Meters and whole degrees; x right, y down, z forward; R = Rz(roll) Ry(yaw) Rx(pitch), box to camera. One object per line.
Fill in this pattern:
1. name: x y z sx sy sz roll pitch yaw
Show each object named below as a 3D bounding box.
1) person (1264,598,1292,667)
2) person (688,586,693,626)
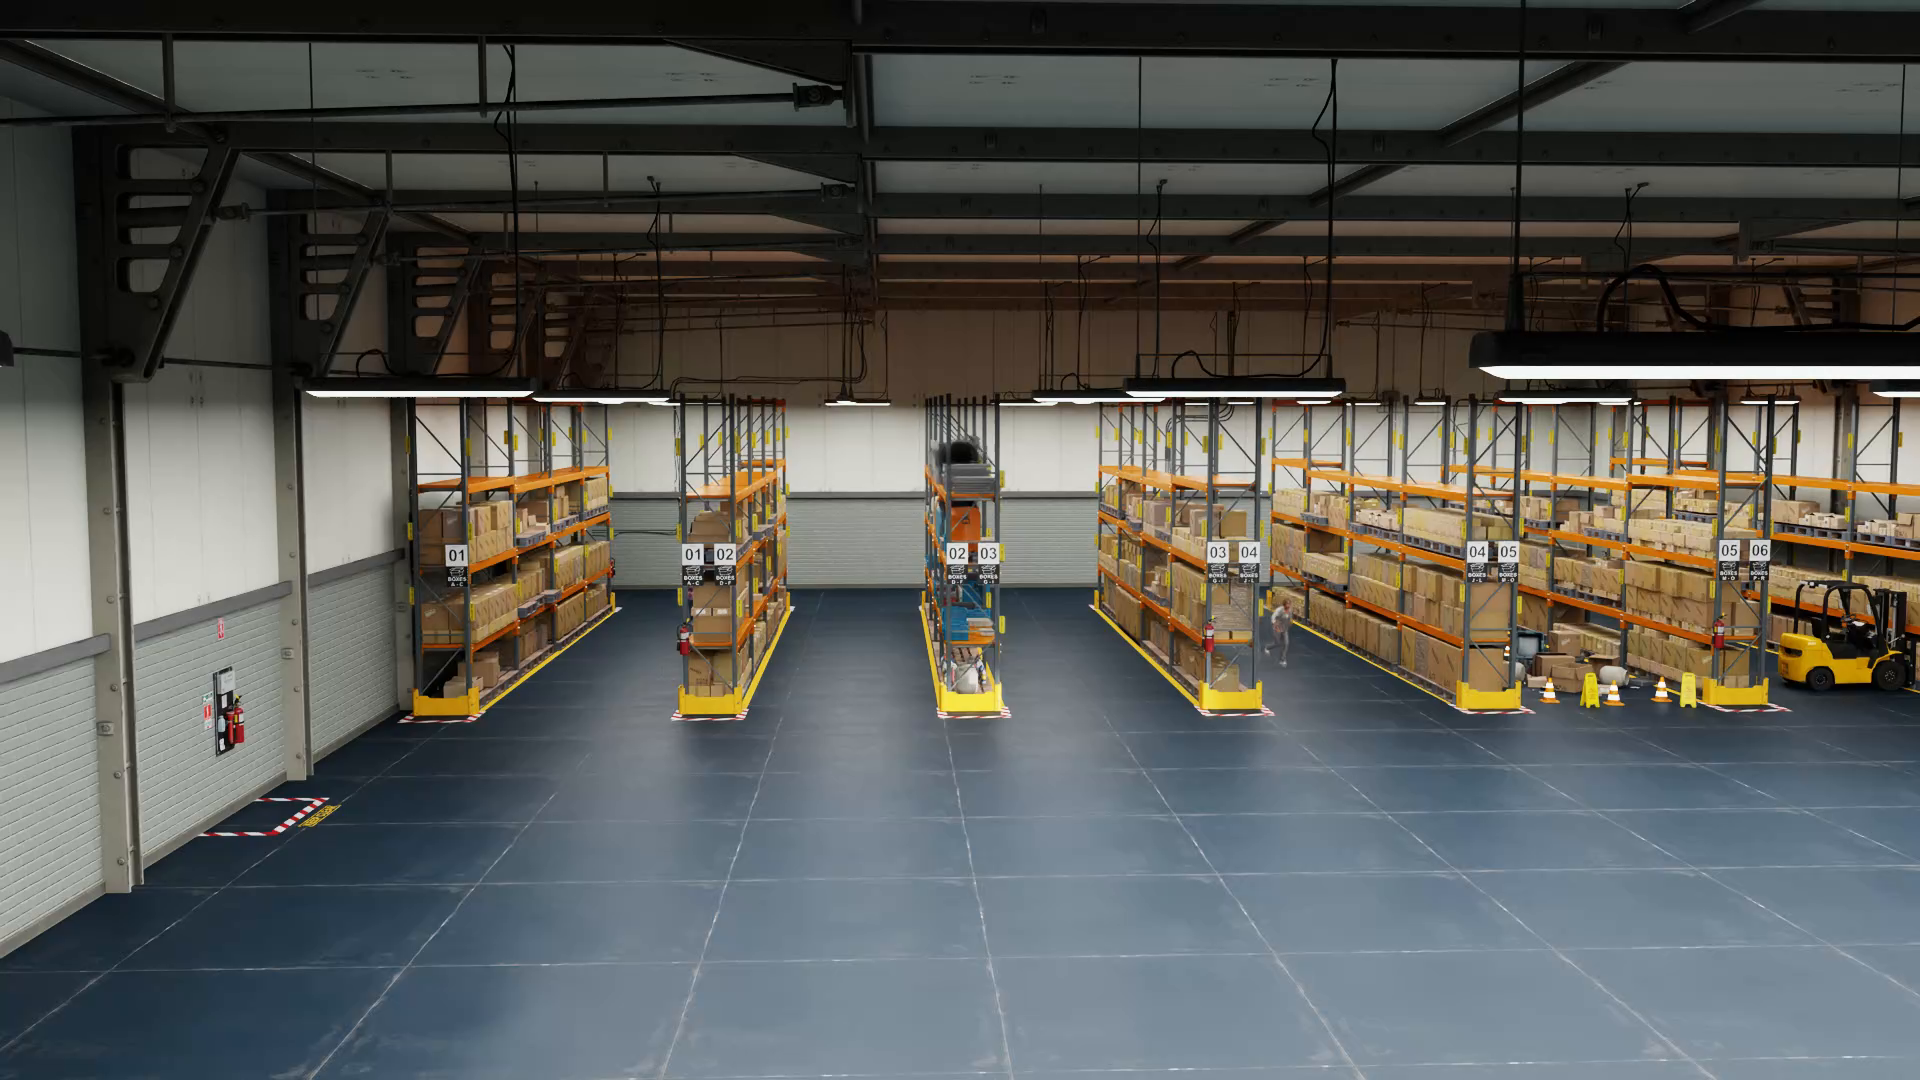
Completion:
1. person: 7.123 2.039 37.224 0.548 1.551 0.861 -3 5 -30
2. person: -6.958 1.535 43.474 0.541 1.495 0.835 -1 5 -11
